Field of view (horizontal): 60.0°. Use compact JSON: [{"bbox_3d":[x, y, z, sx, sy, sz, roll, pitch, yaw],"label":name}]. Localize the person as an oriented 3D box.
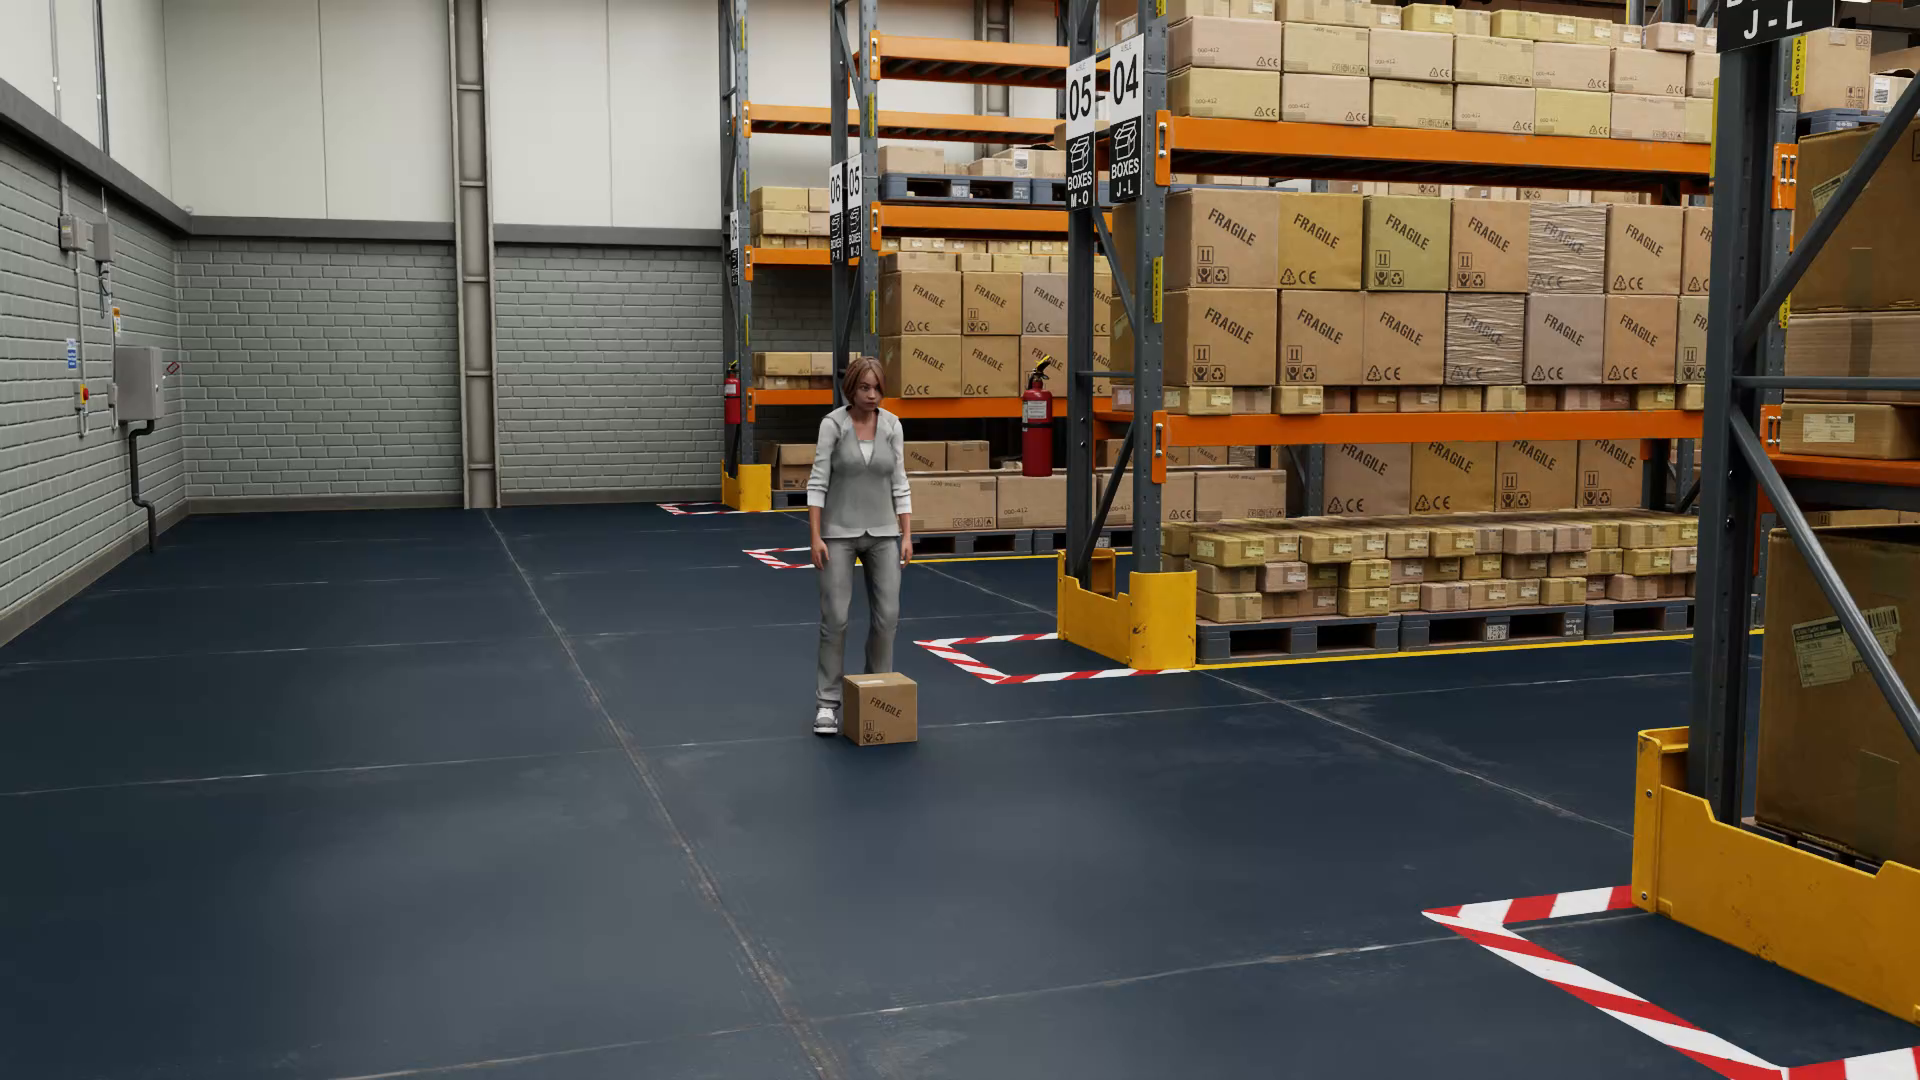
[{"bbox_3d":[-0.426,0.015,7.123,0.461,1.593,0.343,-2,6,-18],"label":"person"}]
